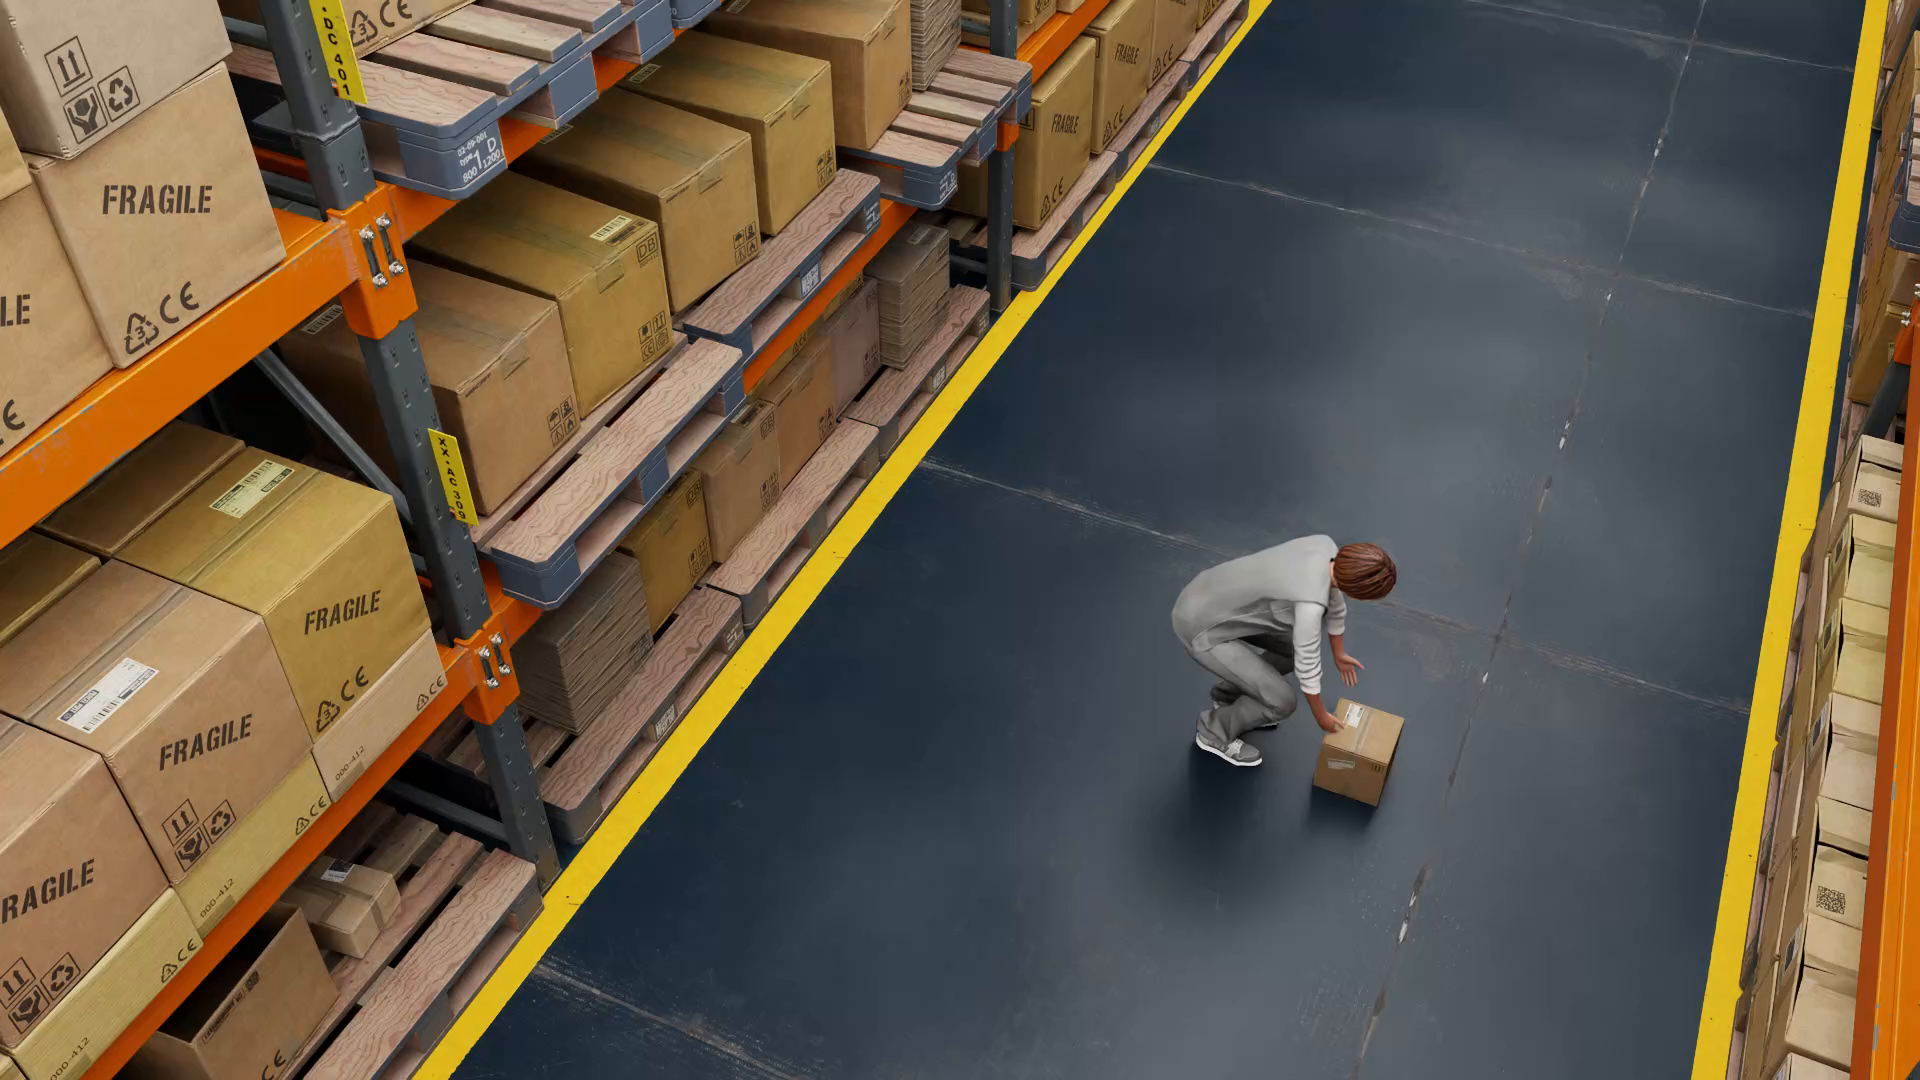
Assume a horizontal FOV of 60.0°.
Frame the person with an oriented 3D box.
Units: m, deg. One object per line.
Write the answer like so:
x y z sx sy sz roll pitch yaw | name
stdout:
1.163 0.368 6.166 0.754 1.061 0.461 18 45 18 | person
